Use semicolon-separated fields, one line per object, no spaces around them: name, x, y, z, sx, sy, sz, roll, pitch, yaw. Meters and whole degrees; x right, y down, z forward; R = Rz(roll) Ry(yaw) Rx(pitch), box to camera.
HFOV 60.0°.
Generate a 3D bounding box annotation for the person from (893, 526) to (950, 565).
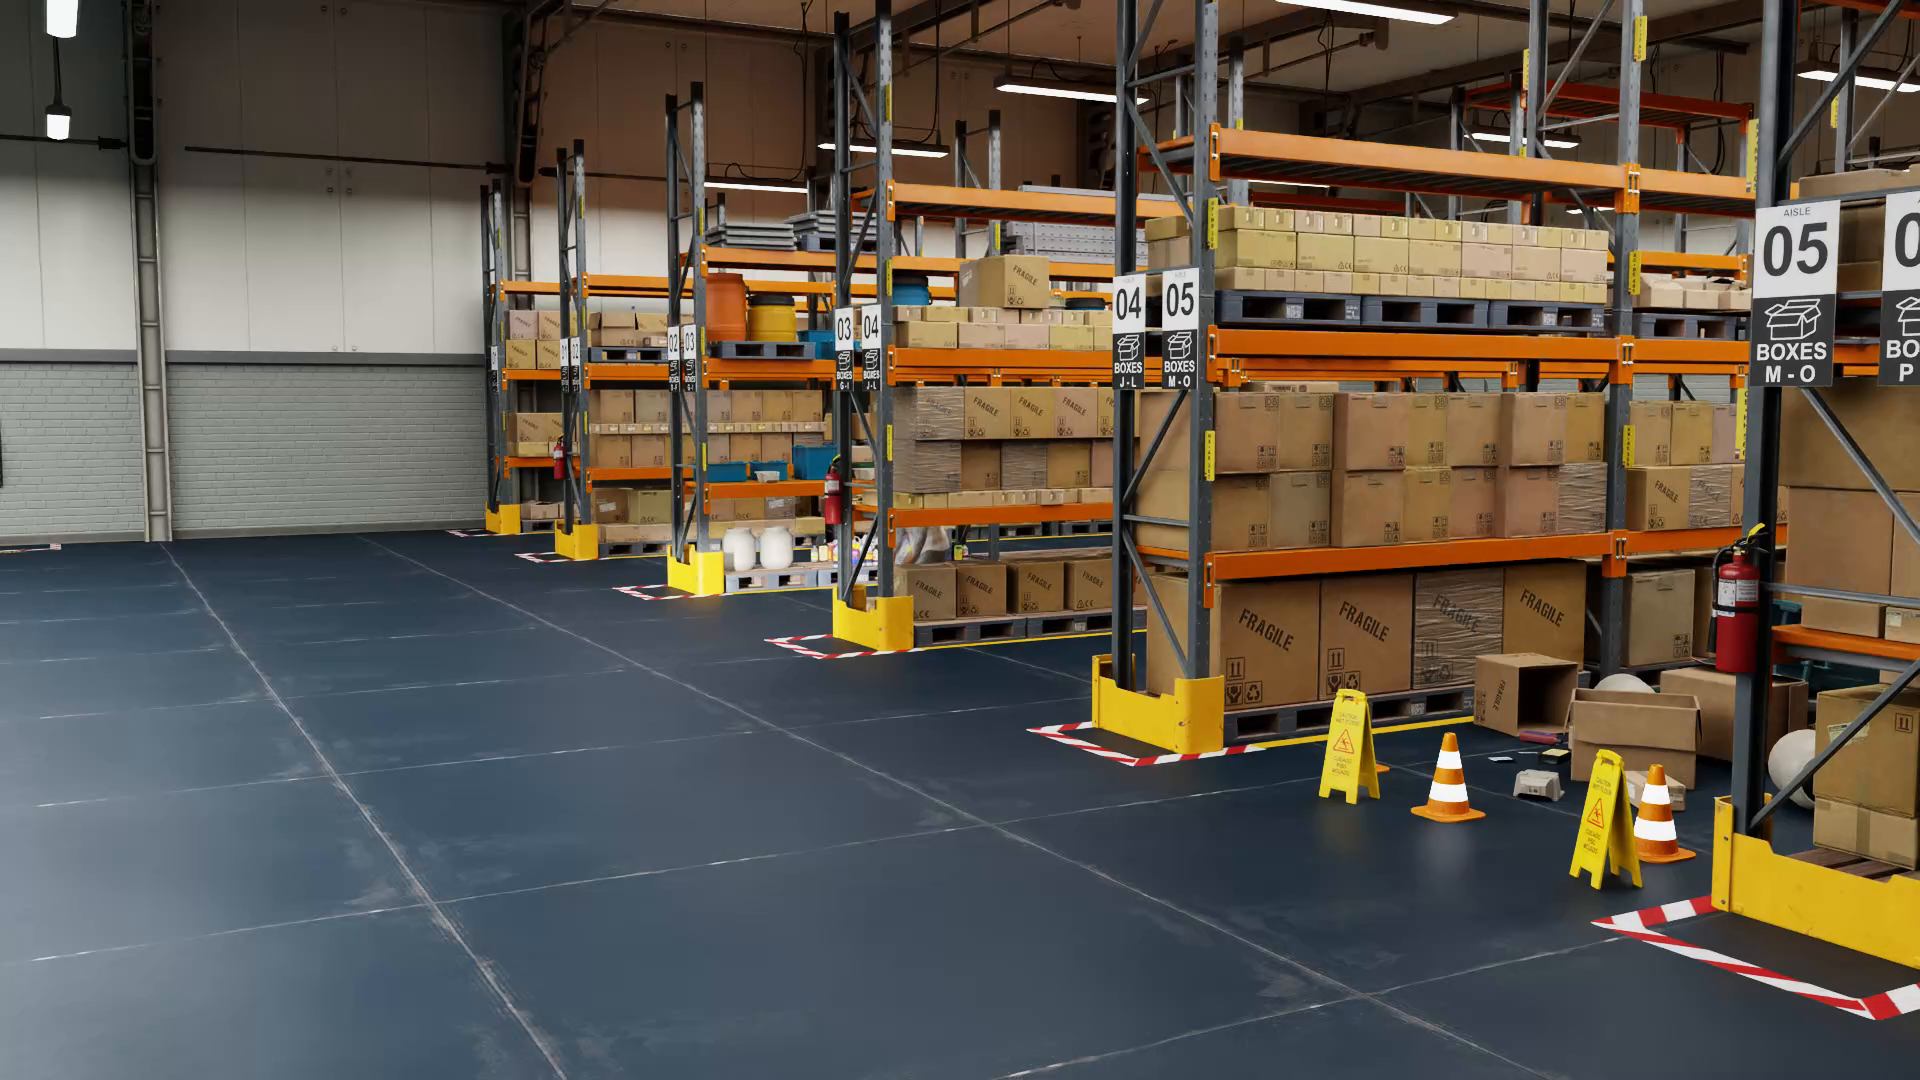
person;-0.461;0.112;17.542;0.734;1.478;0.591;-3;6;-30
